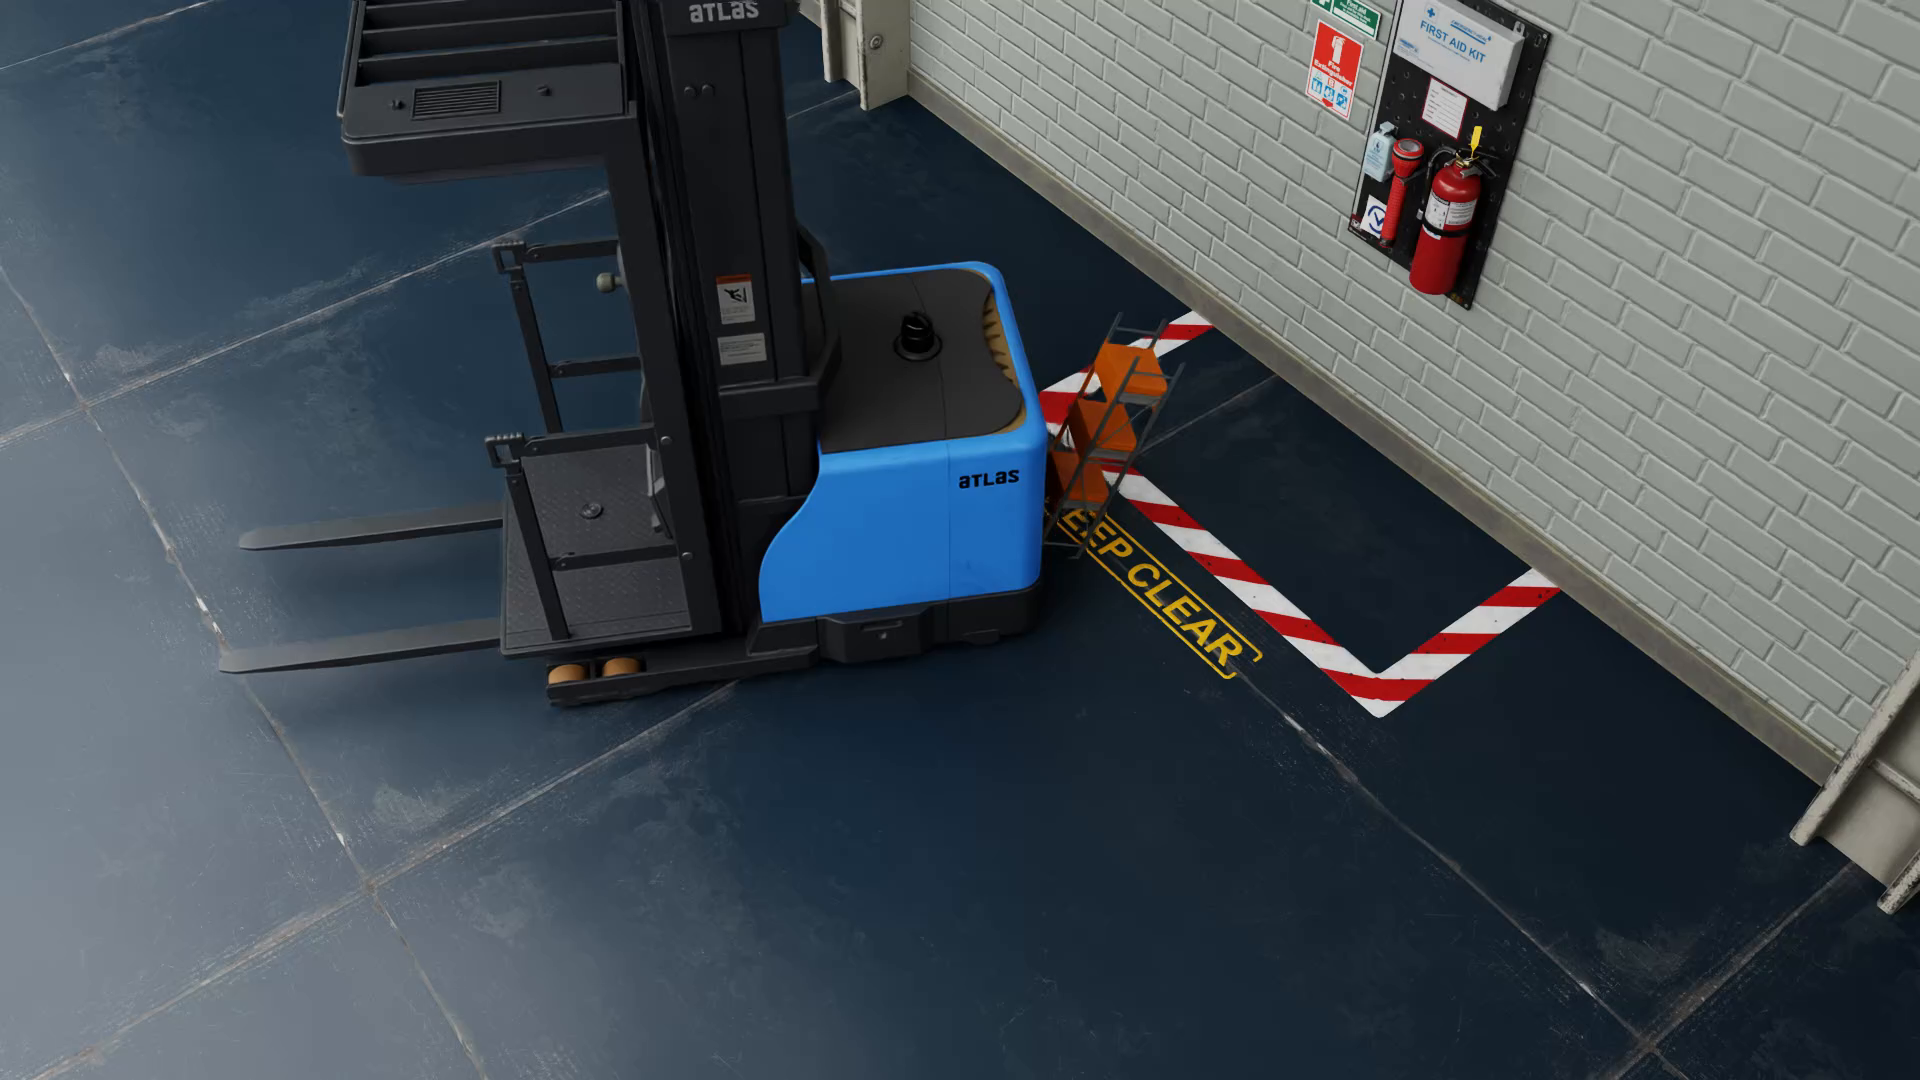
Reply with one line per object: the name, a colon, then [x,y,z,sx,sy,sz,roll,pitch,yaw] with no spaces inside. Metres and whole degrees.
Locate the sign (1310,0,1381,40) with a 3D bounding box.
sign: [1.415,-1.956,6.116,0.001,0.109,0.331,-29,54,-24]

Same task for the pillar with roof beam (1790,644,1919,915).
pillar with roof beam: [-0.288,-0.010,0.684,9.100,9.000,0.400,-29,54,-24]

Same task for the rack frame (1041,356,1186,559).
rack frame: [0.550,-0.289,6.288,0.200,1.050,0.008,5,45,-21]

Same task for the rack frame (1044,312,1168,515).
rack frame: [0.505,-0.467,6.449,0.200,1.050,0.008,5,45,-21]

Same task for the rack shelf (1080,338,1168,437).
rack shelf: [0.615,-0.563,6.187,0.215,0.259,0.240,5,45,-21]

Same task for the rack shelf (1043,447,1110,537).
rack shelf: [0.435,-0.183,6.560,0.215,0.259,0.240,5,45,-21]

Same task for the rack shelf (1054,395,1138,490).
rack shelf: [0.524,-0.371,6.376,0.215,0.259,0.240,5,45,-21]

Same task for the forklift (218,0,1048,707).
forklift: [-1.250,-0.792,5.488,3.031,2.935,1.130,-7,48,-6]

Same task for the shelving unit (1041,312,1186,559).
shelving unit: [0.528,-0.378,6.369,0.215,1.050,0.252,5,45,-21]

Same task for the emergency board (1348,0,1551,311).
emergency board: [1.672,-1.401,5.994,0.194,1.169,0.643,-29,54,-24]

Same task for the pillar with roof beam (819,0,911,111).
pillar with roof beam: [-3.921,-3.548,3.891,9.100,9.000,0.400,-29,54,-24]

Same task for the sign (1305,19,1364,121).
sign: [1.419,-1.785,6.318,0.001,0.329,0.234,-29,54,-24]

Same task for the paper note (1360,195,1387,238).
paper note: [1.620,-1.240,6.443,0.016,0.148,0.142,-29,54,-24]
